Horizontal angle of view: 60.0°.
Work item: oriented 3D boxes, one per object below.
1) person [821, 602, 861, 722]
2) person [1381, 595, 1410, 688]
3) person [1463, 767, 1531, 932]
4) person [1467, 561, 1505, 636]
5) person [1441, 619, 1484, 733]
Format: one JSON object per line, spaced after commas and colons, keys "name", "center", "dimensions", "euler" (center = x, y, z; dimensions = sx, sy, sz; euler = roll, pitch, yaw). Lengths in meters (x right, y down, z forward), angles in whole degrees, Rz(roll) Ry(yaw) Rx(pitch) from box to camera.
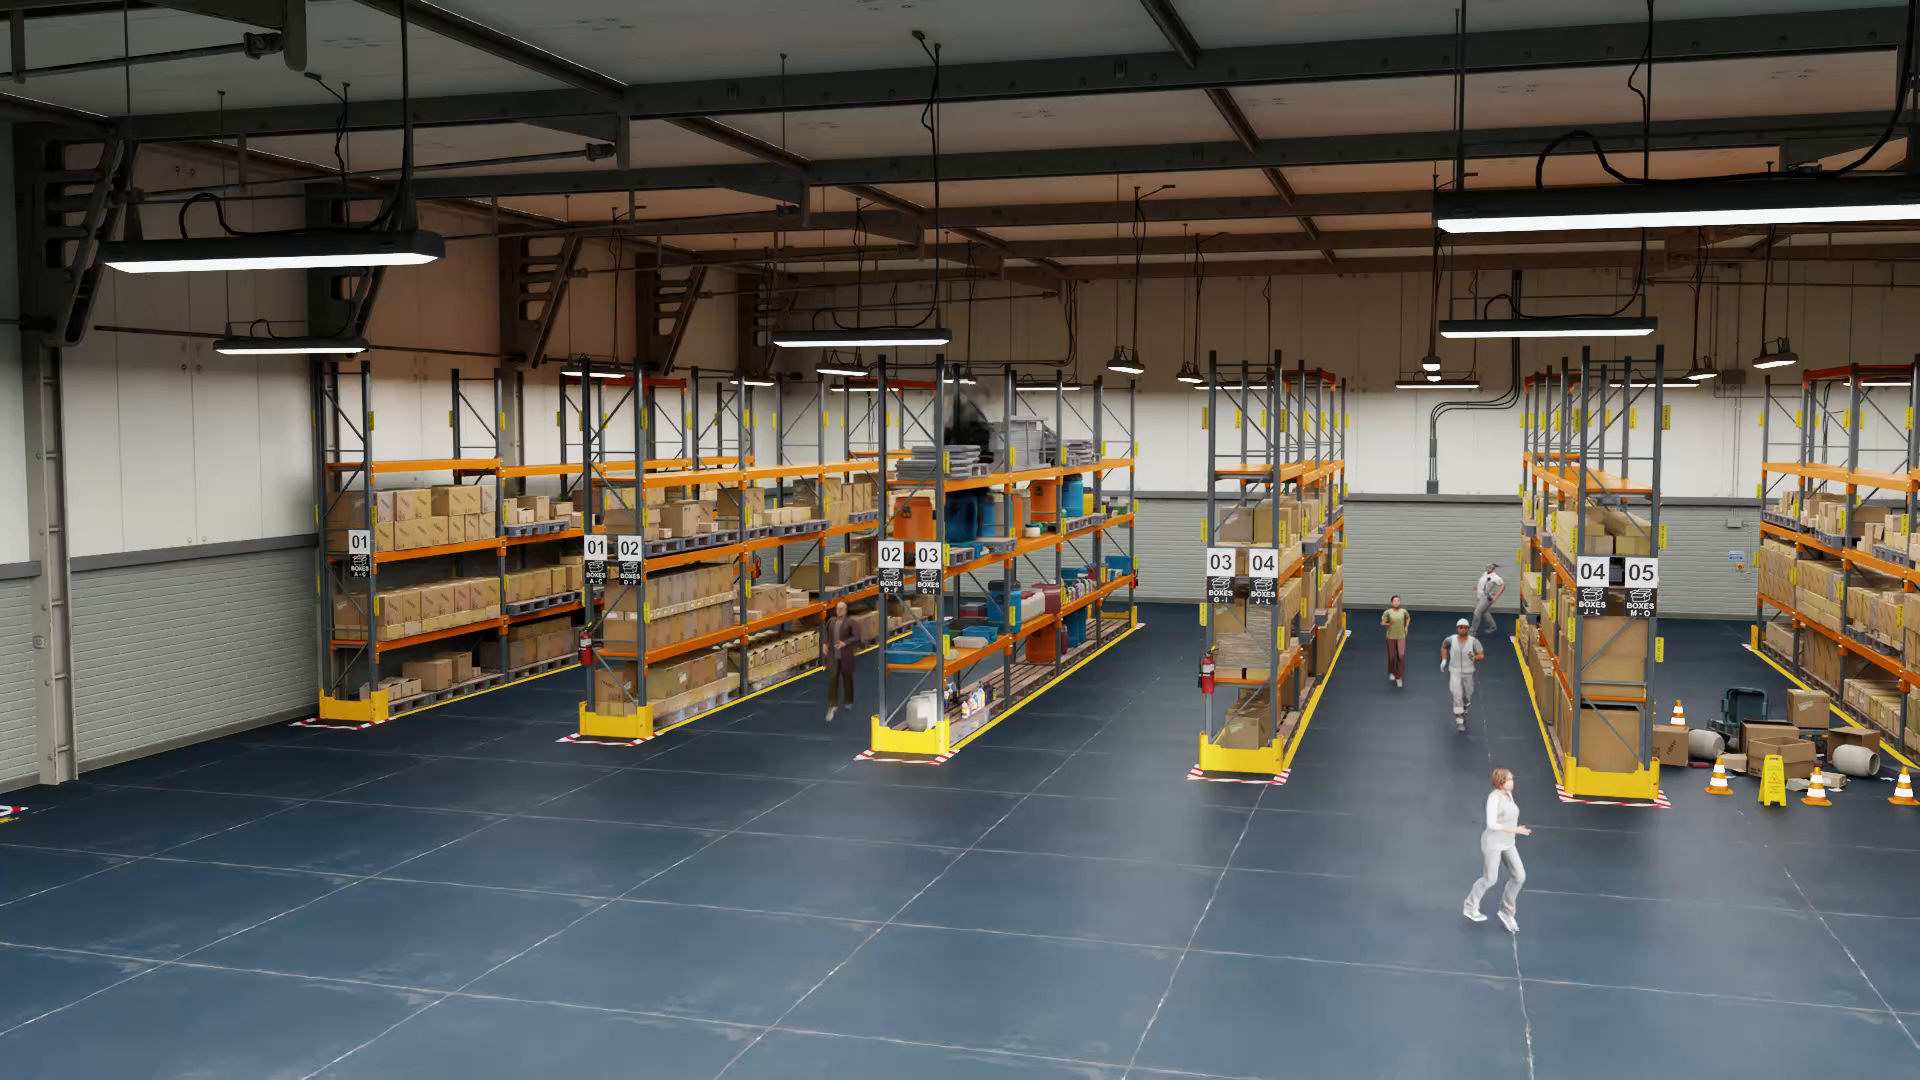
{"name": "person", "center": [-1.936, 1.944, 26.874], "dimensions": [0.737, 1.894, 0.770], "euler": [1, 4, 17]}
{"name": "person", "center": [8.265, 1.894, 31.567], "dimensions": [0.565, 1.703, 0.813], "euler": [1, 4, 10]}
{"name": "person", "center": [5.310, 3.050, 16.362], "dimensions": [0.560, 1.656, 0.696], "euler": [-4, 6, -43]}
{"name": "person", "center": [12.160, 1.364, 38.595], "dimensions": [0.924, 1.764, 0.706], "euler": [-1, 4, -7]}
{"name": "person", "center": [8.115, 2.153, 26.878], "dimensions": [0.663, 1.776, 1.004], "euler": [1, 4, 13]}
